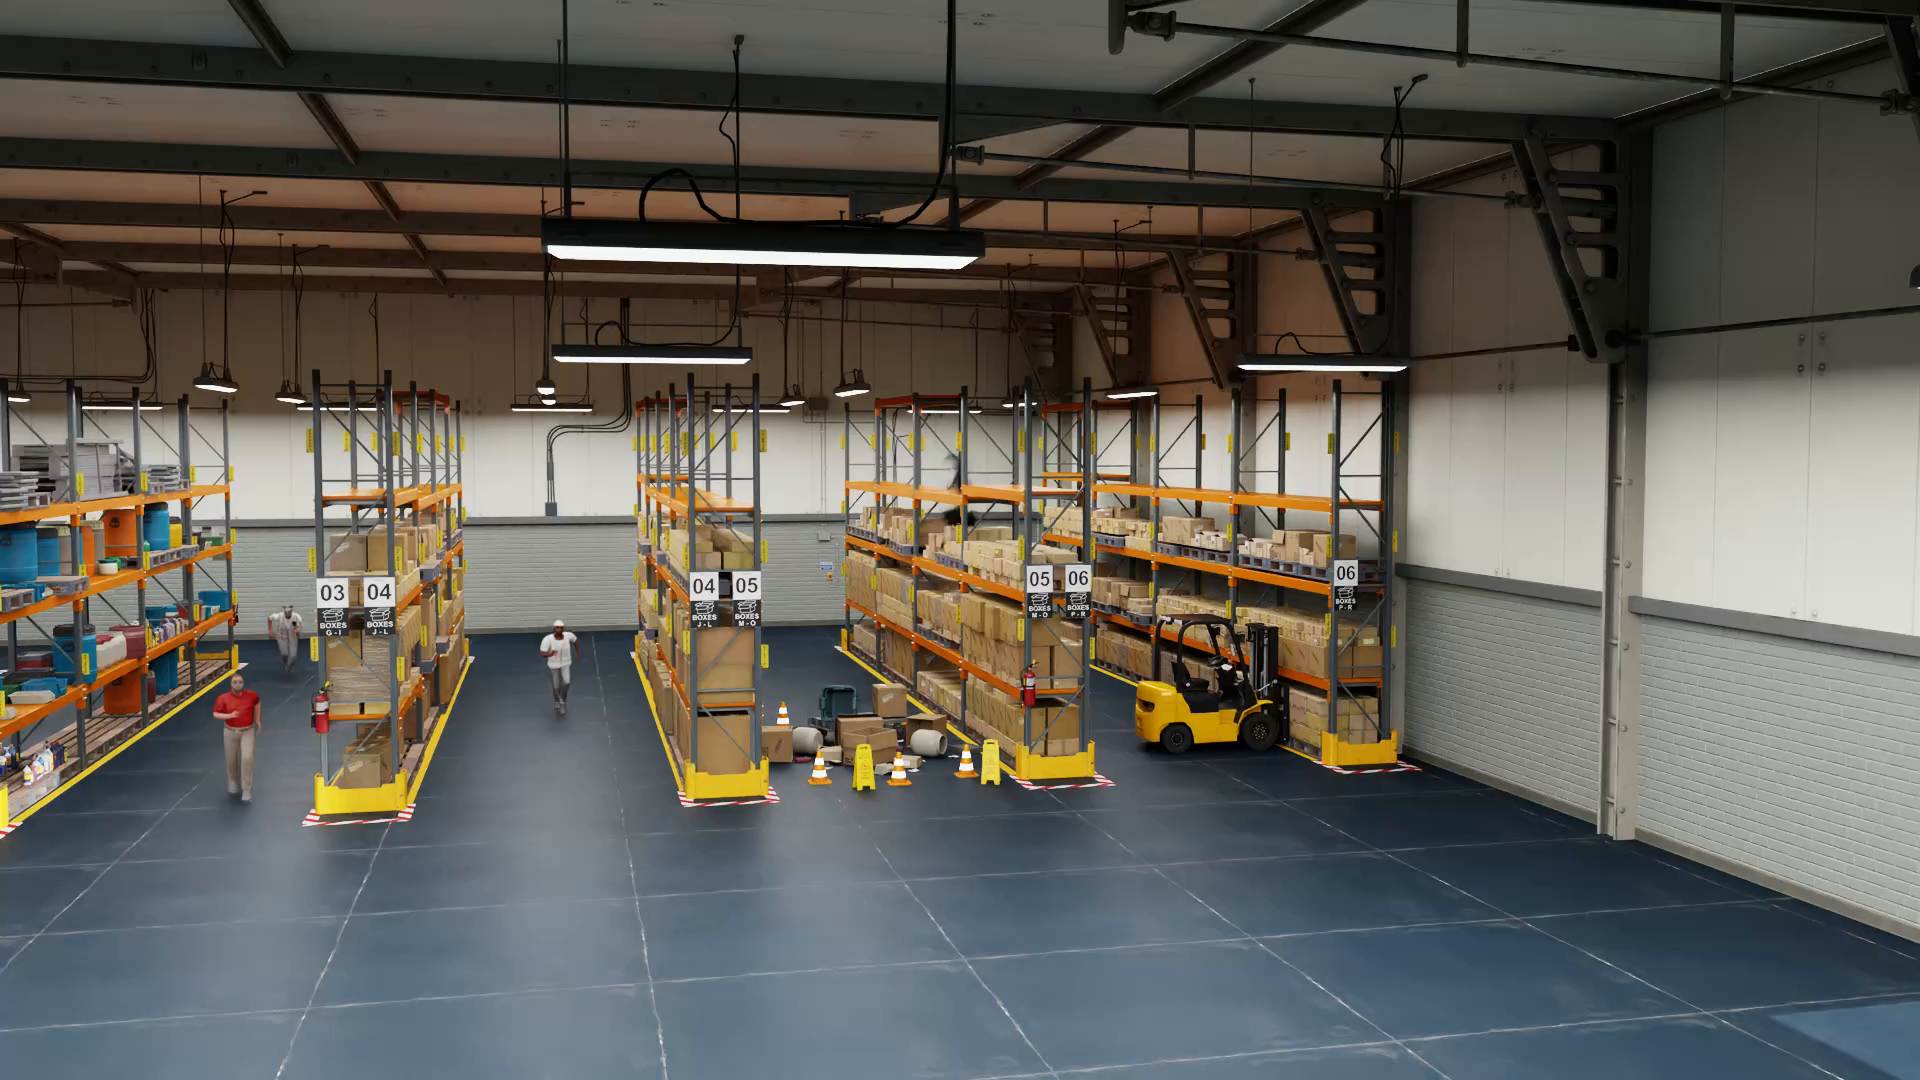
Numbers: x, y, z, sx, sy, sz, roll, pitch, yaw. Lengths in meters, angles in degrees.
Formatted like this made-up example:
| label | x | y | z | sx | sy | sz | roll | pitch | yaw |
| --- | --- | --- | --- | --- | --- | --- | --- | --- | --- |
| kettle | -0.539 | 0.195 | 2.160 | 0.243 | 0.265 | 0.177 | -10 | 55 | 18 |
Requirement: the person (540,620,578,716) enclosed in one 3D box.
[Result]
| label | x | y | z | sx | sy | sz | roll | pitch | yaw |
| --- | --- | --- | --- | --- | --- | --- | --- | --- | --- |
| person | -7.400 | 2.349 | 30.771 | 0.730 | 1.765 | 0.816 | -1 | 4 | -21 |

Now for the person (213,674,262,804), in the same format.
| label | x | y | z | sx | sy | sz | roll | pitch | yaw |
| --- | --- | --- | --- | --- | --- | --- | --- | --- | --- |
| person | -10.201 | 2.769 | 23.496 | 0.641 | 1.768 | 0.915 | -2 | 4 | -27 |

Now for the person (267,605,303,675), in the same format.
| label | x | y | z | sx | sy | sz | roll | pitch | yaw |
| --- | --- | --- | --- | --- | --- | --- | --- | --- | --- |
| person | -14.505 | 2.155 | 35.755 | 0.695 | 1.573 | 0.895 | -2 | 4 | -26 |
